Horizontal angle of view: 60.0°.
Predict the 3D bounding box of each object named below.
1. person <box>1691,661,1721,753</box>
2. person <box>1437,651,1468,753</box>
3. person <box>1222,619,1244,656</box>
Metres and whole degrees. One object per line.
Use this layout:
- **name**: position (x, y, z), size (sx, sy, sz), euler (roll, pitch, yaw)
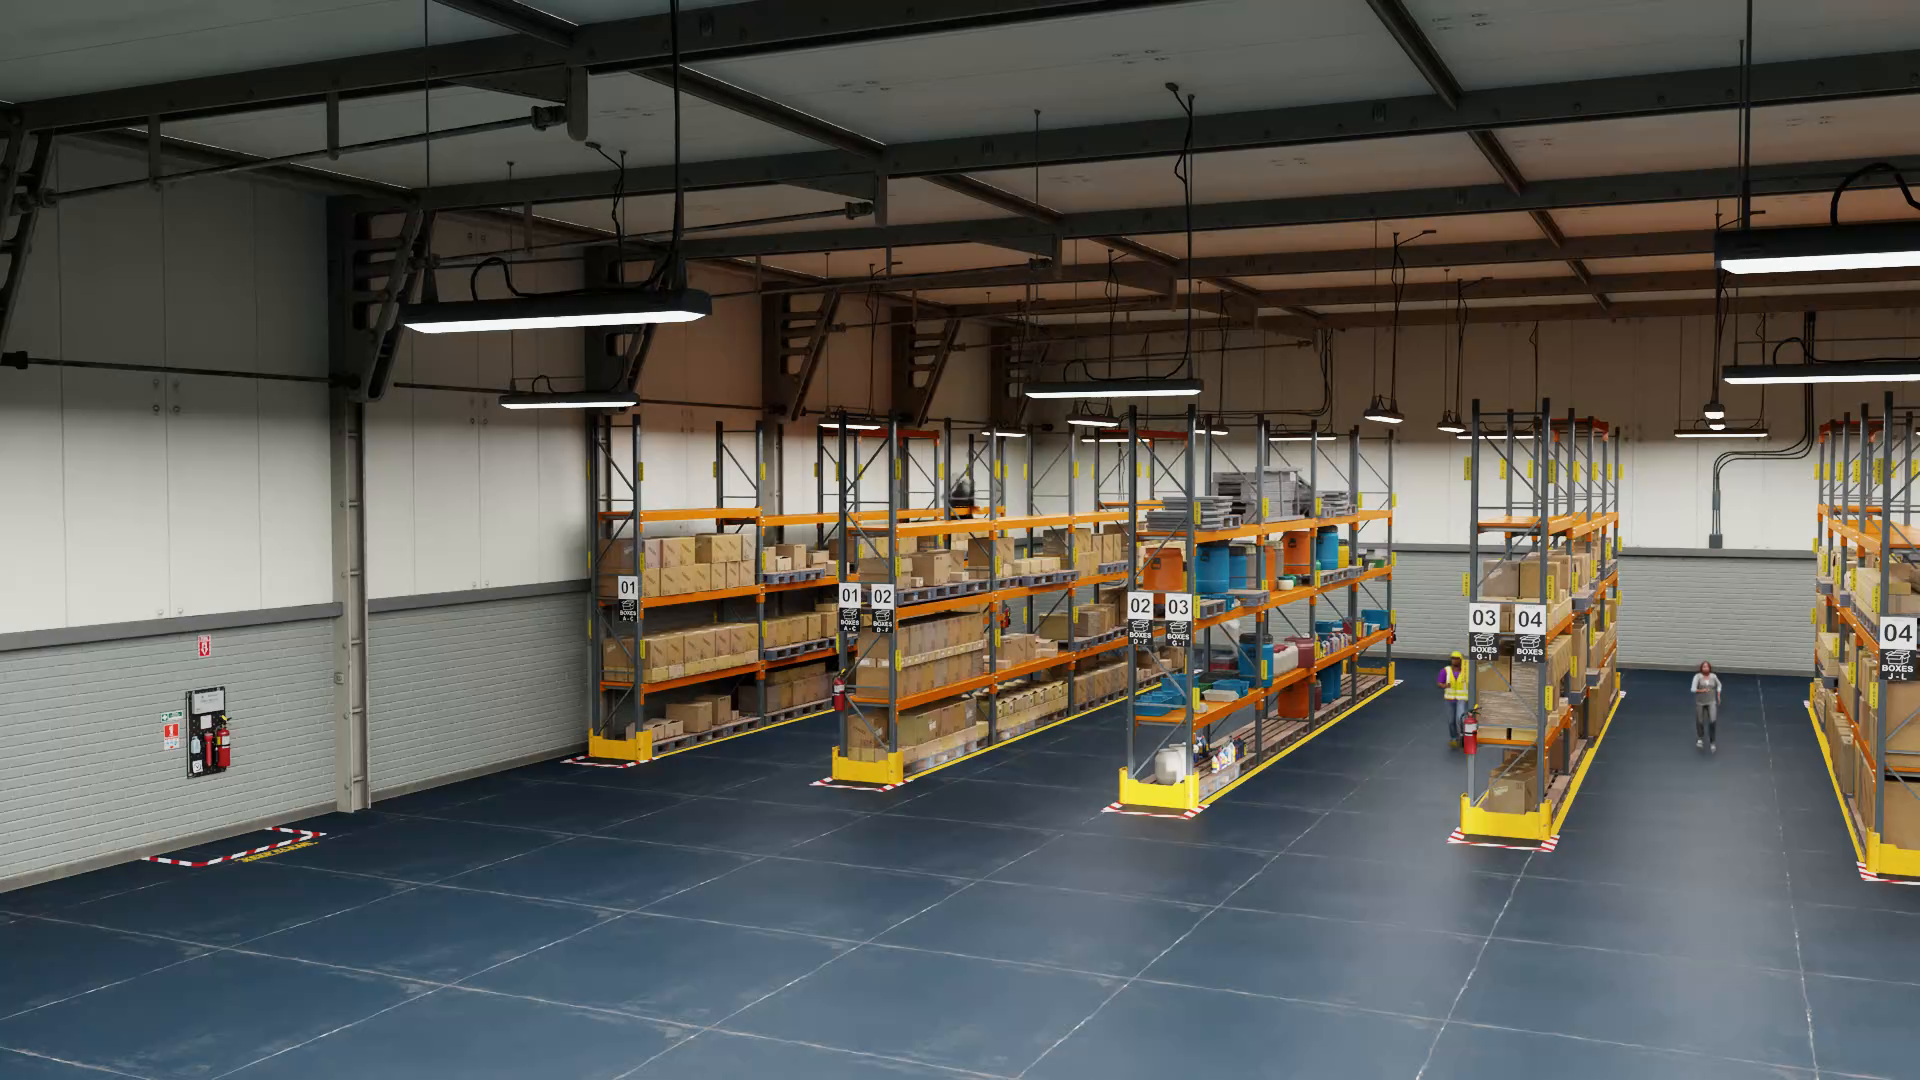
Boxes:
- **person**: position (13.360, 2.980, 29.768), size (0.520, 1.643, 0.699), euler (1, 2, 19)
- **person**: position (8.910, 2.901, 29.821), size (0.684, 1.816, 0.731), euler (1, 3, 26)
- **person**: position (6.786, 2.520, 41.070), size (0.597, 1.628, 0.520), euler (-1, 3, -30)
